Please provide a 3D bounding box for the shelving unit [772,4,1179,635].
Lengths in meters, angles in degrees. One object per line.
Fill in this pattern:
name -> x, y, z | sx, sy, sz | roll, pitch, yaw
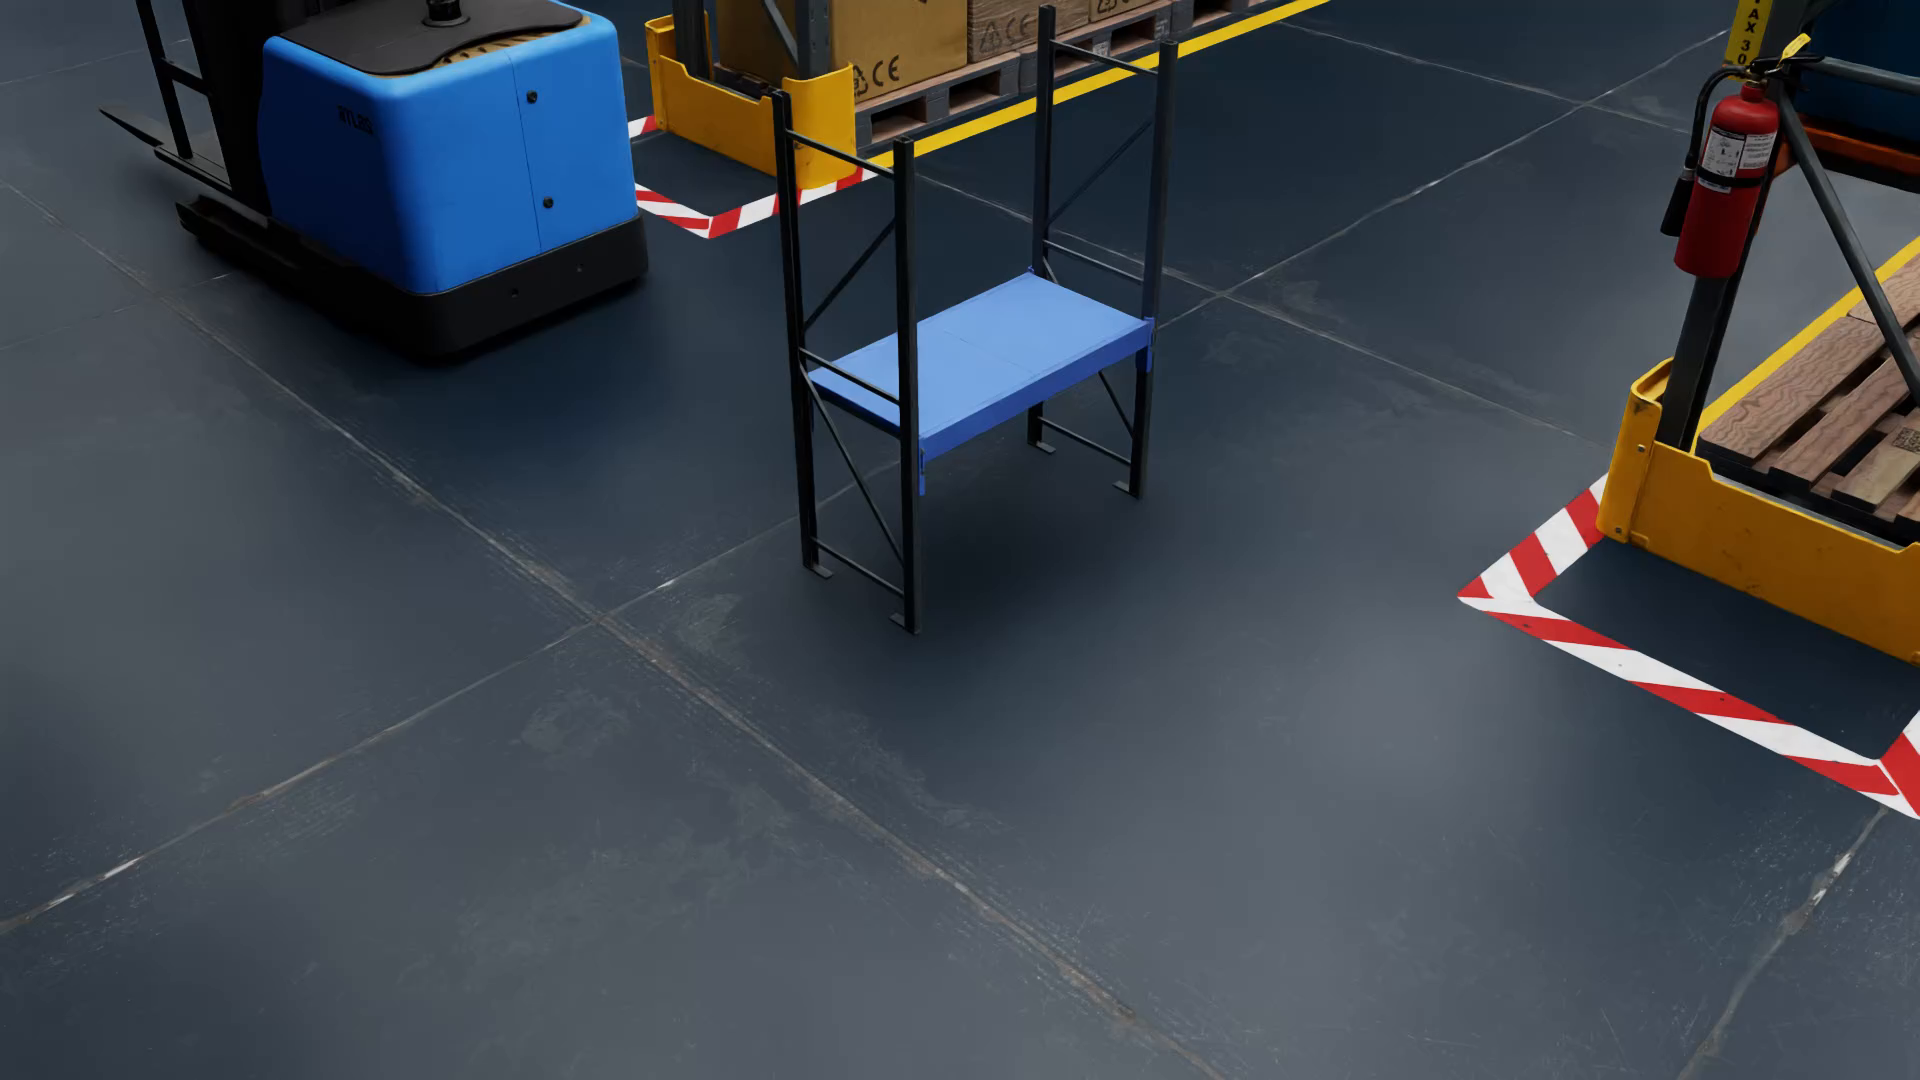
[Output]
shelving unit -> 0.060, -0.650, 4.871 | 0.538, 1.500, 1.048 | 30, 45, 35

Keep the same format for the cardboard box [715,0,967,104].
cardboard box -> -0.575, -2.707, 7.999 | 0.875, 0.875, 0.875 | 30, 45, 35

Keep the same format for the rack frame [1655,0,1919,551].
rack frame -> 2.545, -1.118, 4.231 | 1.000, 3.000, 0.127 | 30, 45, 35

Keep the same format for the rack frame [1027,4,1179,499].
rack frame -> 0.418, -0.856, 5.167 | 0.500, 1.500, 0.032 | 30, 45, 35

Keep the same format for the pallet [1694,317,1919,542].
pallet -> 3.154, -0.293, 5.486 | 1.003, 0.211, 1.213 | 30, 45, 35

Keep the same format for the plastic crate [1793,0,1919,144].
plastic crate -> 2.649, -1.368, 4.506 | 0.616, 0.435, 0.499 | 30, 45, 35

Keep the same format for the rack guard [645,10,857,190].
rack guard -> -0.986, -2.079, 7.794 | 1.175, 0.500, 0.348 | 30, 45, 35

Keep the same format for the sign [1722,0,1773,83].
sign -> 2.144, -1.400, 4.492 | 0.100, 0.325, 0.005 | 30, 45, 35

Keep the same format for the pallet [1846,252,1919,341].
pallet -> 4.013, -0.786, 6.193 | 1.003, 0.211, 1.213 | 30, 45, 35

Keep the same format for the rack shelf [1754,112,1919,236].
rack shelf -> 3.954, -1.635, 5.601 | 1.077, 0.370, 4.000 | 30, 45, 35

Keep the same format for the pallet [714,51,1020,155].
pallet -> -0.462, -2.326, 8.401 | 1.003, 0.211, 1.213 | 30, 45, 35

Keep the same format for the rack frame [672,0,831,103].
rack frame -> -0.970, -3.114, 7.093 | 1.000, 3.000, 0.127 | 30, 45, 35

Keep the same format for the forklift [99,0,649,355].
forklift -> -2.681, -2.603, 6.420 | 3.031, 2.935, 1.130 | 28, 43, 34

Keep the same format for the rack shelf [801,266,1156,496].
rack shelf -> 0.060, -0.502, 4.974 | 0.538, 0.185, 1.000 | 30, 45, 35

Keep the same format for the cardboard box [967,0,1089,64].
cardboard box -> 0.066, -3.076, 8.529 | 0.875, 0.875, 0.875 | 30, 45, 35

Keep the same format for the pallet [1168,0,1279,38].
pallet -> 1.257, -3.317, 9.822 | 1.003, 0.211, 1.213 | 30, 45, 35

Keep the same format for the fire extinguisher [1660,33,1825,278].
fire extinguisher -> 2.117, -1.055, 4.534 | 0.296, 0.674, 0.183 | 30, 45, 35

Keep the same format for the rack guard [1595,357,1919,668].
rack guard -> 2.538, -0.078, 4.924 | 1.175, 0.500, 0.348 | 30, 45, 35

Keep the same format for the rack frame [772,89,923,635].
rack frame -> -0.298, -0.443, 4.575 | 0.500, 1.500, 0.032 | 30, 45, 35

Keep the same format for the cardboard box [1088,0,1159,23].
cardboard box -> 0.693, -3.438, 9.047 | 0.875, 0.875, 0.875 | 30, 45, 35

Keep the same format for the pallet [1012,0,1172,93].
pallet -> 0.398, -2.819, 9.108 | 1.003, 0.211, 1.213 | 30, 45, 35
